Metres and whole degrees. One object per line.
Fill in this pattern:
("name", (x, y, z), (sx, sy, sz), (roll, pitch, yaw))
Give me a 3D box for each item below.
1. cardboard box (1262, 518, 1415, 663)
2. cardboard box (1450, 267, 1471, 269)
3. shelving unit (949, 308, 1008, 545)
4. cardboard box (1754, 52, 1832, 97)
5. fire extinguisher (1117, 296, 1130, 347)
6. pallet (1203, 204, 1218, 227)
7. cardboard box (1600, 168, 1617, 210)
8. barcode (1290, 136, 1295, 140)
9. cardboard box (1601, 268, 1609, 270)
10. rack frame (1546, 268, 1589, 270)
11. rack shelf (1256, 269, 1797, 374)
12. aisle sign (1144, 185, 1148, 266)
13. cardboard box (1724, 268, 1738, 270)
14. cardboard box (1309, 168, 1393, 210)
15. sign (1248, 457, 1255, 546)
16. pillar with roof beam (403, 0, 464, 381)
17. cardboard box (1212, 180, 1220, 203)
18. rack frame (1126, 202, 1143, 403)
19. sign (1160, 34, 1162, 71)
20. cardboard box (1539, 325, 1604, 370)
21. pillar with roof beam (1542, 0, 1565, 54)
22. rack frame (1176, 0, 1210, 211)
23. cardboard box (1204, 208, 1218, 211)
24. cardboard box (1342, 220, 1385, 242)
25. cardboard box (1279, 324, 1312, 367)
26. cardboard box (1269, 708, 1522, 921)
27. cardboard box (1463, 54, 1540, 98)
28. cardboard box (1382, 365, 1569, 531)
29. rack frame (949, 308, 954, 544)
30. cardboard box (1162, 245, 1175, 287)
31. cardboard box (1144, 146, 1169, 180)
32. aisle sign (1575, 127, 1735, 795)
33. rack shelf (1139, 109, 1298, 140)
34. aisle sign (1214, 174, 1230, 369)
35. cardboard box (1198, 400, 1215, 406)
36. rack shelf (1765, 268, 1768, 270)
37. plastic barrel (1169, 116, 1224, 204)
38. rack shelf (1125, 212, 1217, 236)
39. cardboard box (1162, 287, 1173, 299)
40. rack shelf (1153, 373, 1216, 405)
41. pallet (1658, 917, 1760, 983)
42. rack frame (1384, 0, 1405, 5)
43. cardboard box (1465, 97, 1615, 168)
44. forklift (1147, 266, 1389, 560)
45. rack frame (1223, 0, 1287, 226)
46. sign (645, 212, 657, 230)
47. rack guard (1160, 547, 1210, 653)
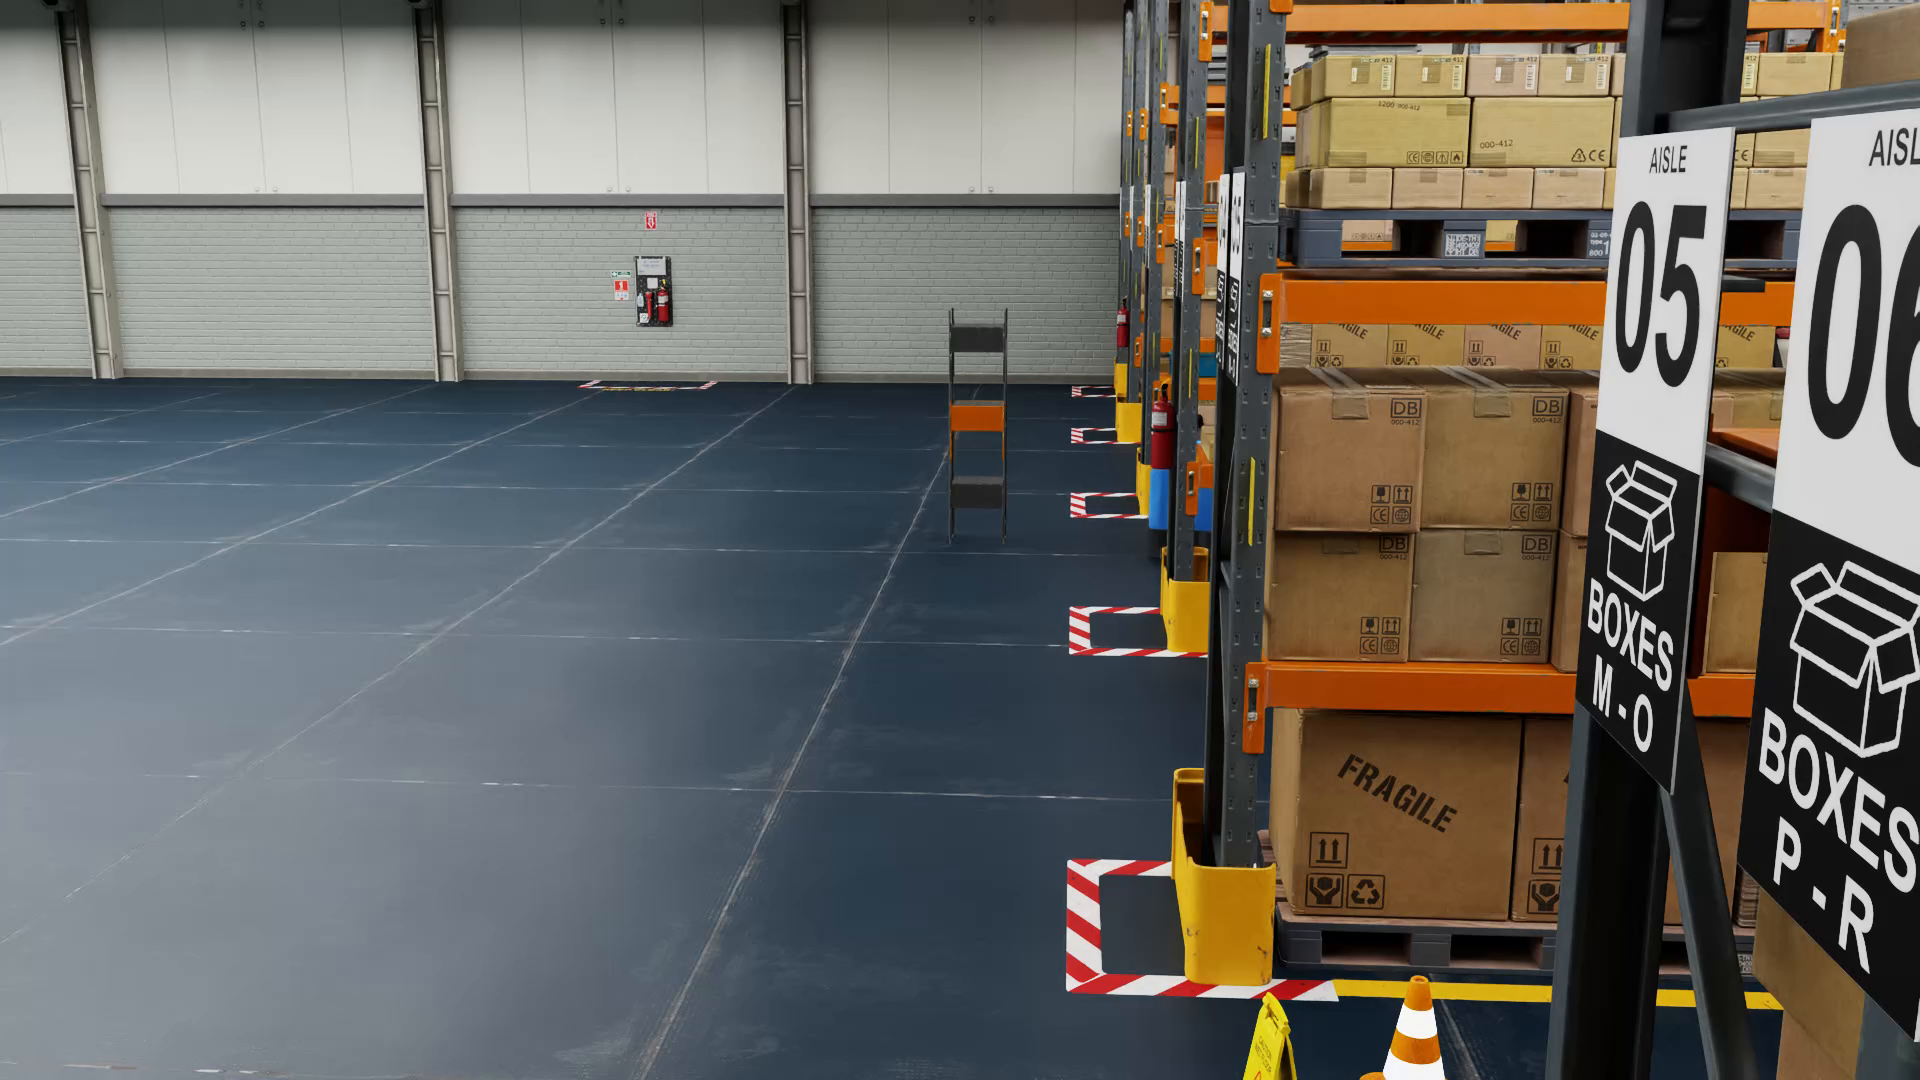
("cardboard box", (1.523, 0.126, 6.954), (0.550, 0.550, 0.875), (1, 12, 4))
("cardboard box", (7.628, -4.030, 25.872), (0.500, 0.500, 0.700), (2, 12, 10))
("shelving unit", (0.165, -1.025, 15.024), (0.503, 2.100, 0.431), (1, 12, 4))
("cardboard box", (2.985, -1.695, 6.099), (0.250, 0.149, 0.380), (1, 12, 5))
("fire extinguisher", (2.160, -2.890, 21.930), (0.183, 0.674, 0.296), (1, 12, 4))
("pallet", (2.731, -3.164, 16.186), (1.213, 0.211, 1.003), (1, 12, 4))
("cardboard box", (2.478, -1.312, 6.213), (0.250, 0.149, 0.380), (1, 12, 4))
("barcode", (5.207, -6.294, 26.047), (0.075, 0.075, 0.001), (1, 12, 4))
("cardboard box", (10.087, -4.003, 25.742), (0.500, 0.500, 0.700), (-1, 12, -3))
("rack frame", (5.904, -1.765, 16.362), (0.127, 3.000, 1.000), (1, 12, 4))
("rack shelf", (3.145, -0.885, 6.585), (4.000, 0.370, 1.077), (1, 12, 4))
("aisle sign", (1.861, -3.154, 16.652), (0.004, 0.787, 0.394), (1, 12, 4))
("cardboard box", (11.529, -4.240, 25.341), (0.500, 0.250, 0.500), (1, 12, 3))
("cardboard box", (1.470, -1.326, 6.279), (0.250, 0.149, 0.380), (1, 12, 4))
("sign", (1.106, -0.145, 6.311), (0.005, 0.325, 0.100), (1, 12, 4))
("pillar with roof beam", (-8.930, -6.232, 23.064), (0.548, 9.000, 9.100), (1, 12, 4))
("cardboard box", (1.841, -2.347, 11.210), (0.250, 0.149, 0.380), (1, 12, 3))
("rack frame", (2.247, -2.832, 21.461), (0.127, 3.000, 1.000), (1, 12, 4))
("sign", (1.871, -4.542, 15.494), (0.005, 0.325, 0.100), (1, 12, 4))
("cardboard box", (4.107, -1.401, 11.208), (0.500, 0.500, 0.500), (1, 12, 4))
("pillar with roof beam", (9.030, -5.986, 21.887), (0.548, 9.000, 9.100), (1, 12, 4))
("rack frame", (1.582, -3.744, 11.172), (0.127, 3.000, 1.000), (1, 12, 4))
("cardboard box", (3.943, -5.294, 25.614), (0.500, 0.500, 0.500), (1, 12, 6))
("cardboard box", (2.560, -2.138, 11.183), (0.500, 0.250, 0.500), (1, 12, 2))
("cardboard box", (2.112, -1.429, 11.341), (0.500, 0.500, 0.500), (1, 12, 4))
("cardboard box", (1.830, 1.034, 7.144), (0.875, 0.875, 0.875), (1, 12, 4))
("cardboard box", (1.966, -1.709, 6.166), (0.250, 0.149, 0.380), (1, 12, 3))
("cardboard box", (2.072, -0.396, 6.815), (0.550, 0.550, 0.875), (1, 12, 4))
("rack frame", (-0.078, -1.029, 15.040), (0.015, 2.100, 0.400), (1, 12, 4))
("cardboard box", (2.765, -3.506, 21.272), (0.500, 0.500, 0.700), (1, 12, 4))
("cardboard box", (2.943, -5.805, 25.615), (0.500, 0.500, 0.500), (0, 12, 0))
("aisle sign", (0.877, -0.116, 2.129), (0.004, 0.787, 0.394), (1, 12, 4))
("rack shelf", (4.243, -5.193, 20.831), (4.000, 0.370, 1.077), (1, 12, 4))
("aisle sign", (1.099, -1.131, 6.981), (0.004, 0.787, 0.394), (1, 12, 4))
("cardboard box", (3.266, -1.999, 21.340), (0.500, 0.500, 0.500), (1, 12, 4))
("rack shelf", (7.568, -1.842, 11.161), (4.000, 0.370, 1.077), (1, 12, 4))
("plastic barrel", (2.406, -3.723, 16.322), (0.708, 0.830, 0.600), (1, 12, 4))
("rack shelf", (4.570, -4.932, 25.935), (4.000, 0.370, 1.077), (1, 12, 4))
("cardboard box", (2.624, -3.149, 21.148), (0.250, 0.149, 0.380), (1, 12, 3))
("rack shelf", (3.908, -1.440, 16.567), (4.000, 0.370, 1.077), (1, 12, 4))
("pallet", (3.166, 1.581, 7.176), (1.213, 0.211, 1.003), (1, 12, 4))
("rack frame", (6.566, -6.725, 25.423), (0.127, 3.000, 1.000), (1, 12, 4))
("cardboard box", (2.120, -1.525, 6.259), (0.500, 0.250, 0.500), (1, 12, 3))
("forklift", (3.163, -1.286, 14.237), (3.031, 2.935, 1.130), (2, 12, 7))
("rack frame", (1.149, -2.733, 6.335), (0.127, 3.000, 1.000), (1, 12, 4))
("sign", (-5.120, -5.290, 27.550), (0.199, 0.298, 0.001), (1, 12, 4))
("rack guard", (1.657, 0.417, 12.038), (0.348, 0.500, 1.175), (1, 12, 4))
